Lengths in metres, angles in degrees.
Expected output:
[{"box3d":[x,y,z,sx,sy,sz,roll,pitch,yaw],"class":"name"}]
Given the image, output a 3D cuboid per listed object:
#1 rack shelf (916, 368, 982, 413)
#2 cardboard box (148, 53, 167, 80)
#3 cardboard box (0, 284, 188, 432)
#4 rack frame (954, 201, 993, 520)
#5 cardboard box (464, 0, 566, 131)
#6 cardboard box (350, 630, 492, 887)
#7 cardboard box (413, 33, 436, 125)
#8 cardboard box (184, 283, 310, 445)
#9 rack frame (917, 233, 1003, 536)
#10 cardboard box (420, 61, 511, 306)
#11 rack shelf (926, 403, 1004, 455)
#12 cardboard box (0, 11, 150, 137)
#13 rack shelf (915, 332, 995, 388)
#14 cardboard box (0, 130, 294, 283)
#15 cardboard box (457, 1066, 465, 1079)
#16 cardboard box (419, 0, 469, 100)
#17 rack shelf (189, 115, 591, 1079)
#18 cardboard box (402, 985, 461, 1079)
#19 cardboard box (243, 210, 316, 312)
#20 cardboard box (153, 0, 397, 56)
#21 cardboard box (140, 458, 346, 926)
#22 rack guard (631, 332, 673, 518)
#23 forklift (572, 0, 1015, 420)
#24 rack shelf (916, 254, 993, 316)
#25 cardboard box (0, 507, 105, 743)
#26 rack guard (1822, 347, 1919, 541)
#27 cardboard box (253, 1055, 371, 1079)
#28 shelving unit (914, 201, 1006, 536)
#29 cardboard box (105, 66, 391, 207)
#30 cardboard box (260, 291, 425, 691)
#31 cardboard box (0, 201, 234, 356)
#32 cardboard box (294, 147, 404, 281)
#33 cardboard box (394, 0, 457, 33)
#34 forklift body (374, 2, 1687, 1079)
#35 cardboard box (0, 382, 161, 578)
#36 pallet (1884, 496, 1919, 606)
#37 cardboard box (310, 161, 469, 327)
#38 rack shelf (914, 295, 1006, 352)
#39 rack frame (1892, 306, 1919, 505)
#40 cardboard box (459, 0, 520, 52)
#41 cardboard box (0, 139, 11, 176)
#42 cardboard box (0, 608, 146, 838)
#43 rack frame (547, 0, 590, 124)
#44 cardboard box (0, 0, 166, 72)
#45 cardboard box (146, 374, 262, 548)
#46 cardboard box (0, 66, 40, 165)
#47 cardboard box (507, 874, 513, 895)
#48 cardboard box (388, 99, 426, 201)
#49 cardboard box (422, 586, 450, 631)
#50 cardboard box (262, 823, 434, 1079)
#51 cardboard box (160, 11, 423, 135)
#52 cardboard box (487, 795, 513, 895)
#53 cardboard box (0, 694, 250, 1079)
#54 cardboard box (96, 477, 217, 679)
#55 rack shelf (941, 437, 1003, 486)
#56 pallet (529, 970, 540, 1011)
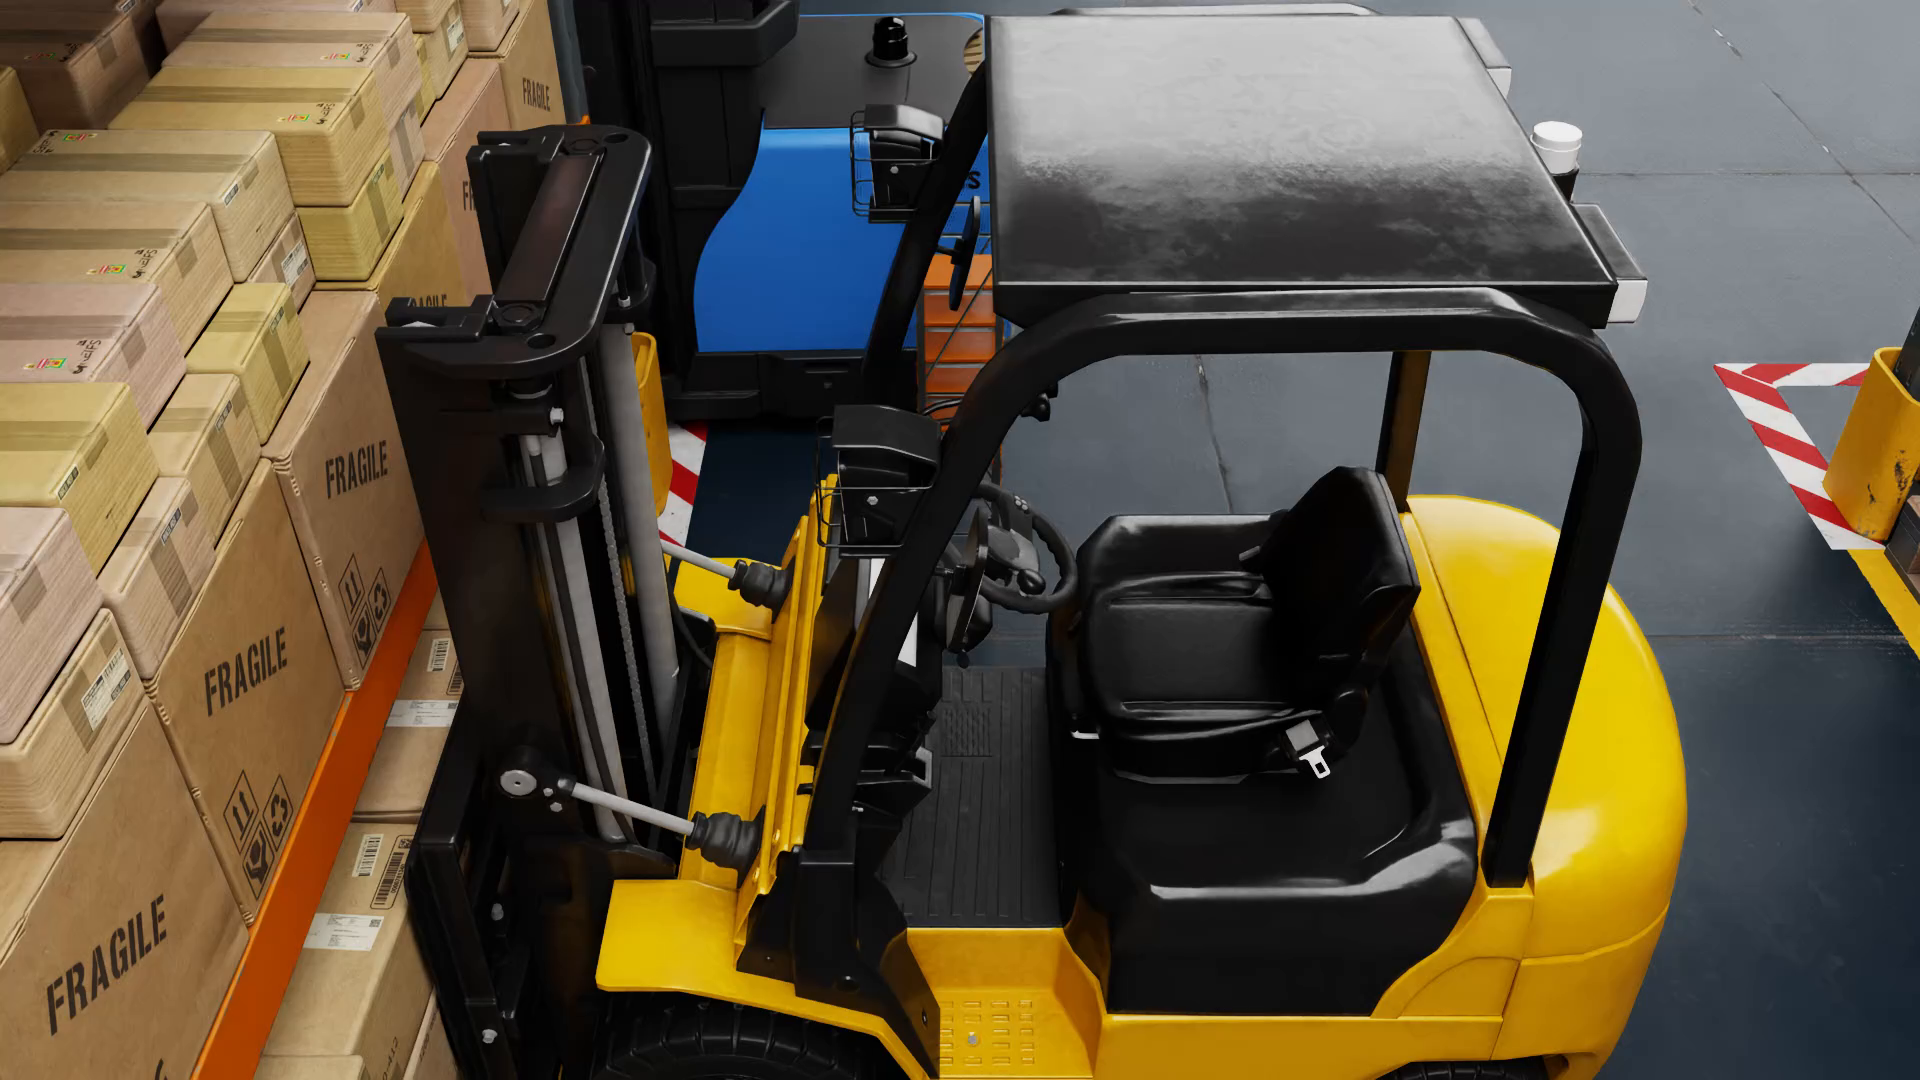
[{"box3d":[0.000,-0.443,4.914,0.258,0.103,0.180,0,39,0],"class":"rack shelf"},{"box3d":[-1.802,-0.917,3.397,0.380,0.149,0.250,-1,39,-2],"class":"cardboard box"},{"box3d":[-1.321,-0.230,2.301,0.380,0.149,0.250,0,39,0],"class":"cardboard box"},{"box3d":[0.000,-0.534,4.957,0.240,1.200,0.006,0,39,0],"class":"rack frame"},{"box3d":[-1.278,-1.049,4.081,0.500,0.500,0.500,-1,39,-1],"class":"cardboard box"},{"box3d":[-1.218,0.441,3.365,0.500,0.250,0.500,-1,39,-1],"class":"cardboard box"},{"box3d":[-1.302,-0.916,3.396,0.380,0.149,0.250,0,39,0],"class":"cardboard box"},{"box3d":[-1.255,-0.275,2.596,0.380,0.149,0.250,-1,39,-1],"class":"cardboard box"},{"box3d":[0.000,-0.420,4.815,0.240,1.200,0.006,0,39,0],"class":"rack frame"},{"box3d":[-1.286,-0.725,3.676,0.500,0.500,0.500,1,39,1],"class":"cardboard box"},{"box3d":[0.000,-0.349,4.989,0.258,0.103,0.180,0,39,0],"class":"rack shelf"},{"box3d":[-1.762,-0.867,3.097,0.380,0.149,0.250,1,39,1],"class":"cardboard box"},{"box3d":[0.000,-0.536,4.839,0.258,0.103,0.180,0,39,0],"class":"rack shelf"},{"box3d":[-1.322,-0.543,2.692,0.380,0.149,0.250,0,39,1],"class":"cardboard box"},{"box3d":[-1.238,1.151,3.278,0.500,0.250,0.500,1,39,1],"class":"cardboard box"},{"box3d":[-1.291,-1.071,3.589,0.380,0.149,0.250,1,39,1],"class":"cardboard box"},{"box3d":[-1.538,0.214,3.160,1.077,0.370,4.000,0,39,0],"class":"rack shelf"},{"box3d":[-1.220,0.966,3.109,0.500,0.250,0.500,0,39,0],"class":"cardboard box"},{"box3d":[-1.324,-0.435,2.795,0.380,0.149,0.250,0,39,0],"class":"cardboard box"},{"box3d":[-1.345,-1.028,3.298,0.380,0.149,0.250,0,39,0],"class":"cardboard box"},{"box3d":[-1.294,0.225,2.491,0.500,0.500,0.500,0,39,0],"class":"cardboard box"},{"box3d":[-1.541,-0.357,5.296,1.175,0.500,0.348,0,39,0],"class":"rack guard"},{"box3d":[-1.343,-1.834,5.195,3.031,2.935,1.130,-1,39,-2],"class":"forklift"},{"box3d":[0.000,-0.724,4.689,0.258,0.103,0.180,0,39,0],"class":"rack shelf"},{"box3d":[-1.237,0.092,1.900,0.380,0.149,0.250,1,39,1],"class":"cardboard box"},{"box3d":[3.423,-0.301,5.225,1.175,0.500,0.348,0,39,0],"class":"rack guard"},{"box3d":[-1.213,1.080,2.567,0.500,0.250,0.500,0,39,0],"class":"cardboard box"},{"box3d":[0.000,-0.477,4.886,0.258,1.200,0.189,0,39,0],"class":"shelving unit"},{"box3d":[-1.228,-0.704,2.893,0.380,0.149,0.250,1,39,1],"class":"cardboard box"},{"box3d":[-1.274,-0.090,2.884,0.500,0.500,0.500,0,39,0],"class":"cardboard box"},{"box3d":[-1.339,-0.385,2.496,0.380,0.149,0.250,0,39,0],"class":"cardboard box"},{"box3d":[-1.234,-0.591,2.990,0.380,0.149,0.250,0,39,0],"class":"cardboard box"},{"box3d":[-1.271,-1.184,3.493,0.380,0.149,0.250,1,39,1],"class":"cardboard box"},{"box3d":[0.286,0.198,3.283,2.313,2.155,1.214,0,39,0],"class":"forklift body"},{"box3d":[-1.265,-0.070,2.103,0.380,0.149,0.250,-1,39,-1],"class":"cardboard box"},{"box3d":[3.389,0.320,4.682,1.003,0.211,1.213,0,39,0],"class":"pallet"},{"box3d":[-1.285,-0.404,3.276,0.500,0.500,0.500,-1,39,-1],"class":"cardboard box"},{"box3d":[0.000,-0.630,4.764,0.258,0.103,0.180,0,39,0],"class":"rack shelf"},{"box3d":[3.423,-1.324,4.503,1.000,3.000,0.127,0,39,0],"class":"rack frame"},{"box3d":[-1.230,-1.233,3.792,0.380,0.149,0.250,1,39,1],"class":"cardboard box"},{"box3d":[-1.781,-0.548,2.699,0.380,0.149,0.250,0,39,0],"class":"cardboard box"},{"box3d":[-1.230,0.213,1.987,0.380,0.149,0.250,1,39,1],"class":"cardboard box"},{"box3d":[-1.541,-1.318,4.496,1.000,3.000,0.127,0,39,0],"class":"rack frame"},{"box3d":[-1.788,-1.032,3.303,0.380,0.149,0.250,0,39,0],"class":"cardboard box"},{"box3d":[-1.246,-0.108,2.388,0.380,0.149,0.250,-1,39,-1],"class":"cardboard box"},{"box3d":[-1.860,-0.703,2.892,0.380,0.149,0.250,-1,39,-1],"class":"cardboard box"},{"box3d":[-1.219,0.834,3.674,0.500,0.250,0.500,1,39,1],"class":"cardboard box"},{"box3d":[-1.255,-0.749,3.187,0.380,0.149,0.250,-1,39,-2],"class":"cardboard box"},{"box3d":[-1.211,0.124,3.760,0.500,0.250,0.500,0,39,1],"class":"cardboard box"},{"box3d":[-1.225,0.769,2.955,0.500,0.250,0.500,1,39,1],"class":"cardboard box"},{"box3d":[-1.234,-0.866,3.095,0.380,0.149,0.250,1,39,1],"class":"cardboard box"},{"box3d":[-1.219,0.650,3.504,0.500,0.250,0.500,0,39,0],"class":"cardboard box"},{"box3d":[-1.293,0.541,2.096,0.500,0.500,0.500,1,39,1],"class":"cardboard box"},{"box3d":[-1.228,0.049,2.192,0.380,0.149,0.250,0,39,-1],"class":"cardboard box"},{"box3d":[0.000,-0.255,5.064,0.258,0.103,0.180,0,39,0],"class":"rack shelf"},{"box3d":[-1.499,1.010,3.821,1.003,0.211,1.213,0,39,0],"class":"pallet"}]
